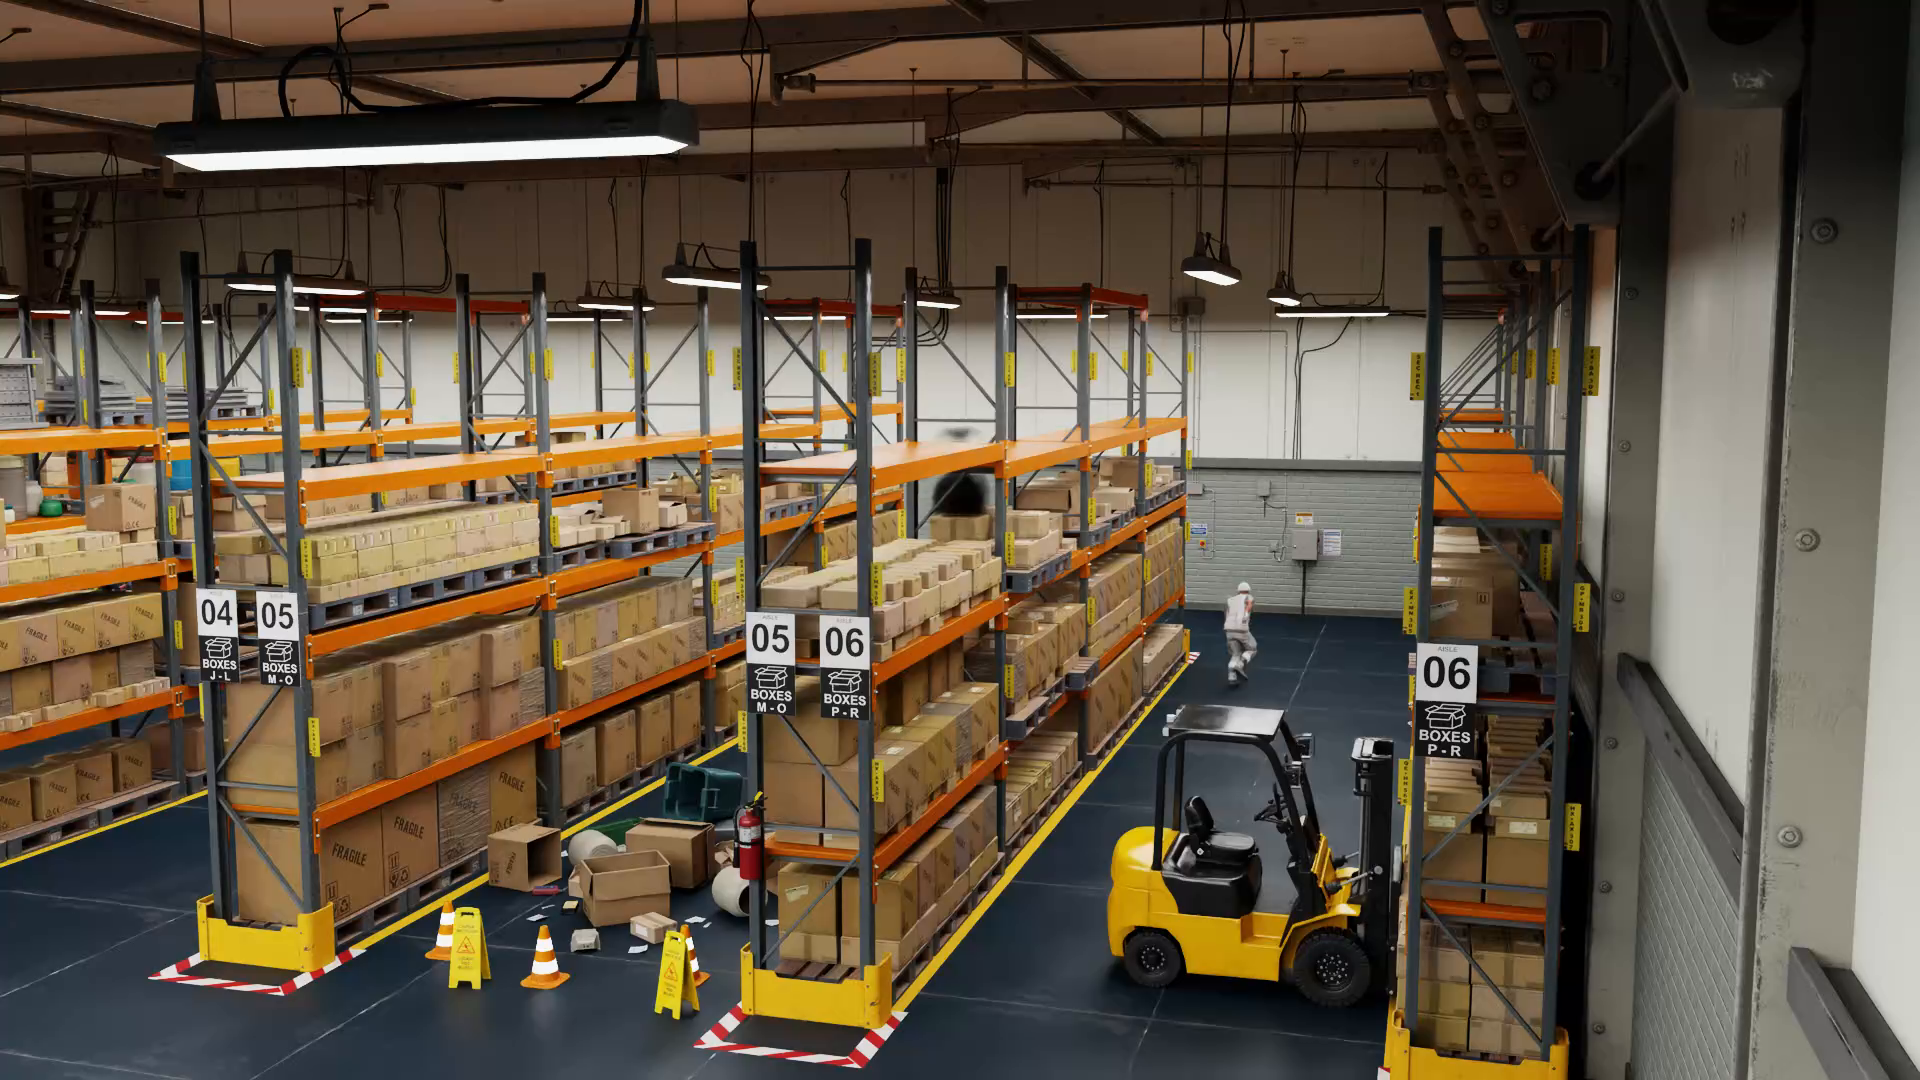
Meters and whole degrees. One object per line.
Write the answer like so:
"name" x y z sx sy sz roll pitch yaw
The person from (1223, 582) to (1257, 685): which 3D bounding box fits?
"person" 4.401 1.464 26.179 0.686 1.533 0.990 5 8 38
